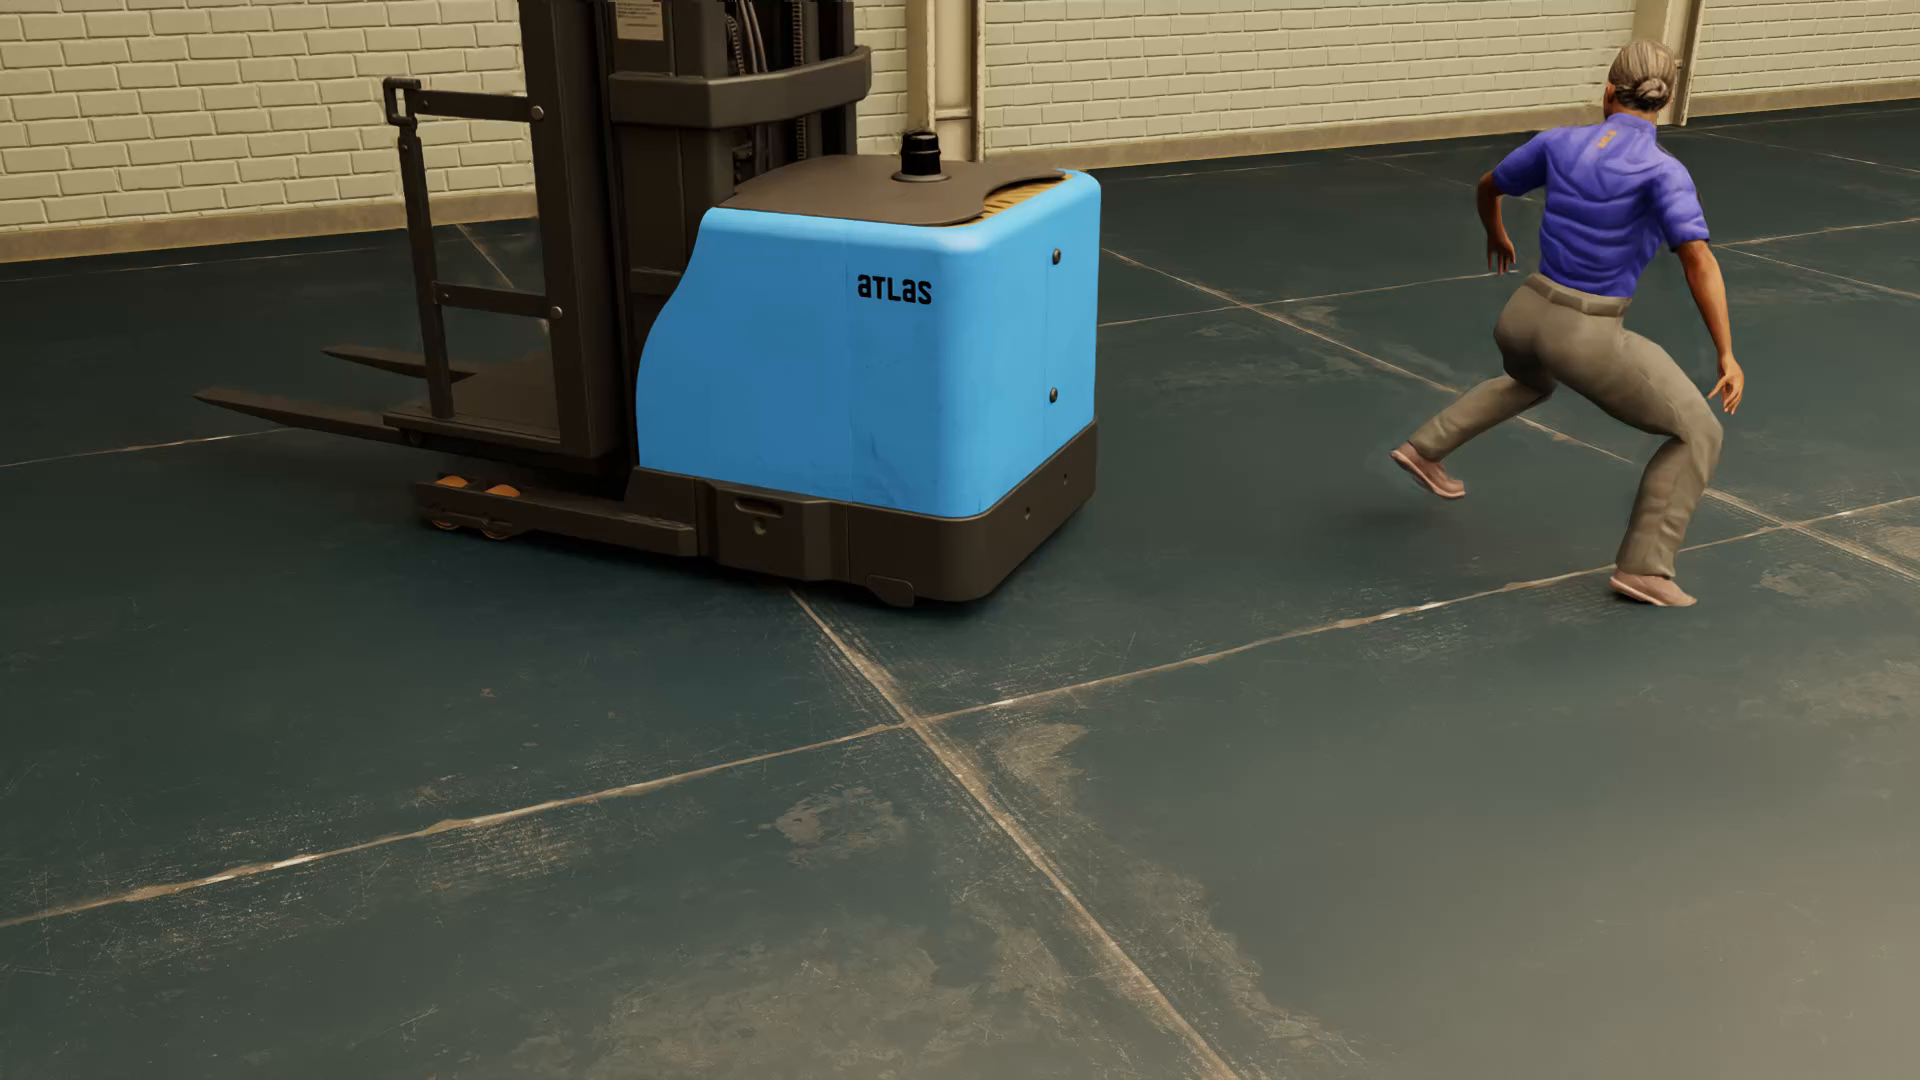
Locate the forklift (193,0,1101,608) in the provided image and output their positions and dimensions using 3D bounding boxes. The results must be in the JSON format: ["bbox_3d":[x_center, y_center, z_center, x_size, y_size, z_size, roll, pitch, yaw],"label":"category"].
[{"bbox_3d":[-1.129,-1.526,4.961,3.031,2.935,1.130,10,24,22],"label":"forklift"}]

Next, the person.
[{"bbox_3d":[1.773,-0.579,4.629,0.480,1.555,1.079,-11,25,-25],"label":"person"}]
